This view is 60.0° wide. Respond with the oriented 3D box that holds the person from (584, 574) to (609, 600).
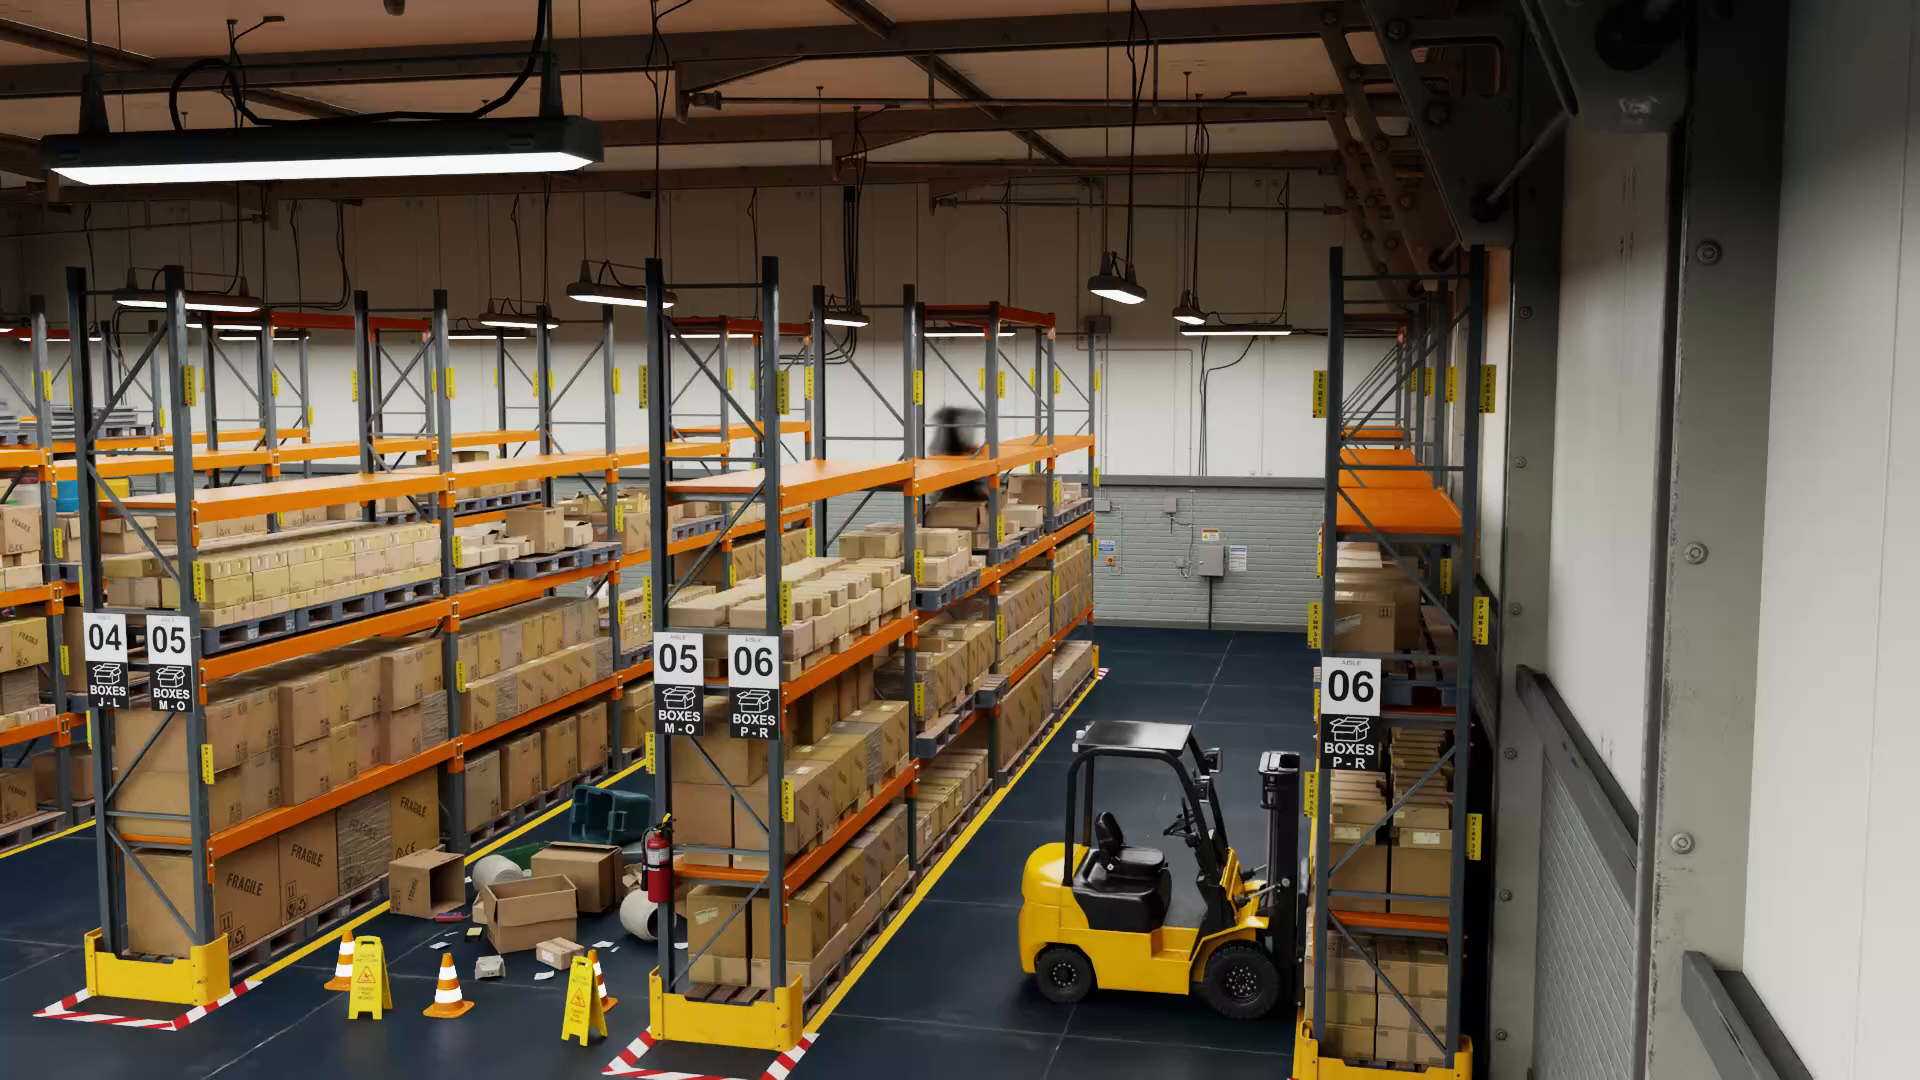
[{"bbox_3d":[-6.376,1.343,29.389,0.653,1.739,0.822,0,6,5],"label":"person"}]
